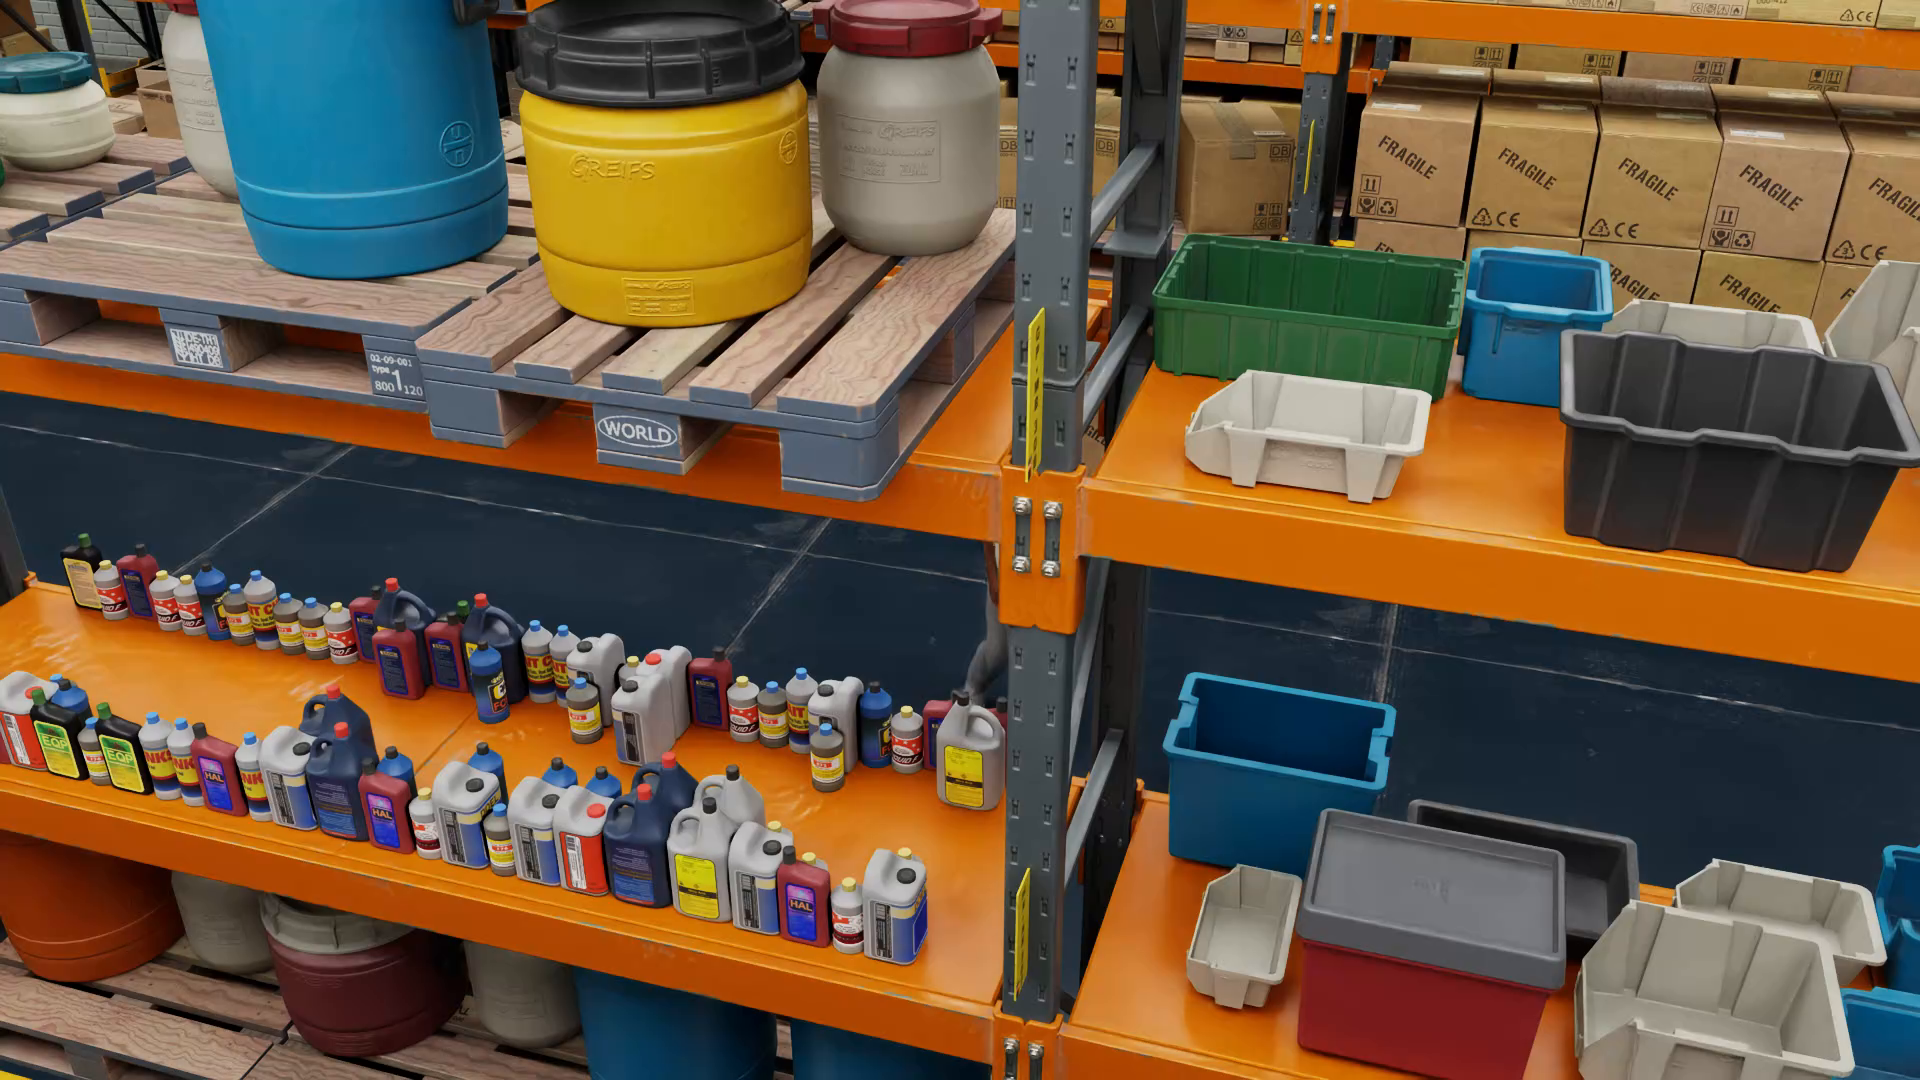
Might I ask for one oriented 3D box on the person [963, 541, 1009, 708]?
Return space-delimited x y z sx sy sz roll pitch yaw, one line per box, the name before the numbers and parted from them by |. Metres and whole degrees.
person | 0.265 0.078 6.950 0.497 1.679 0.536 -14 32 -24
